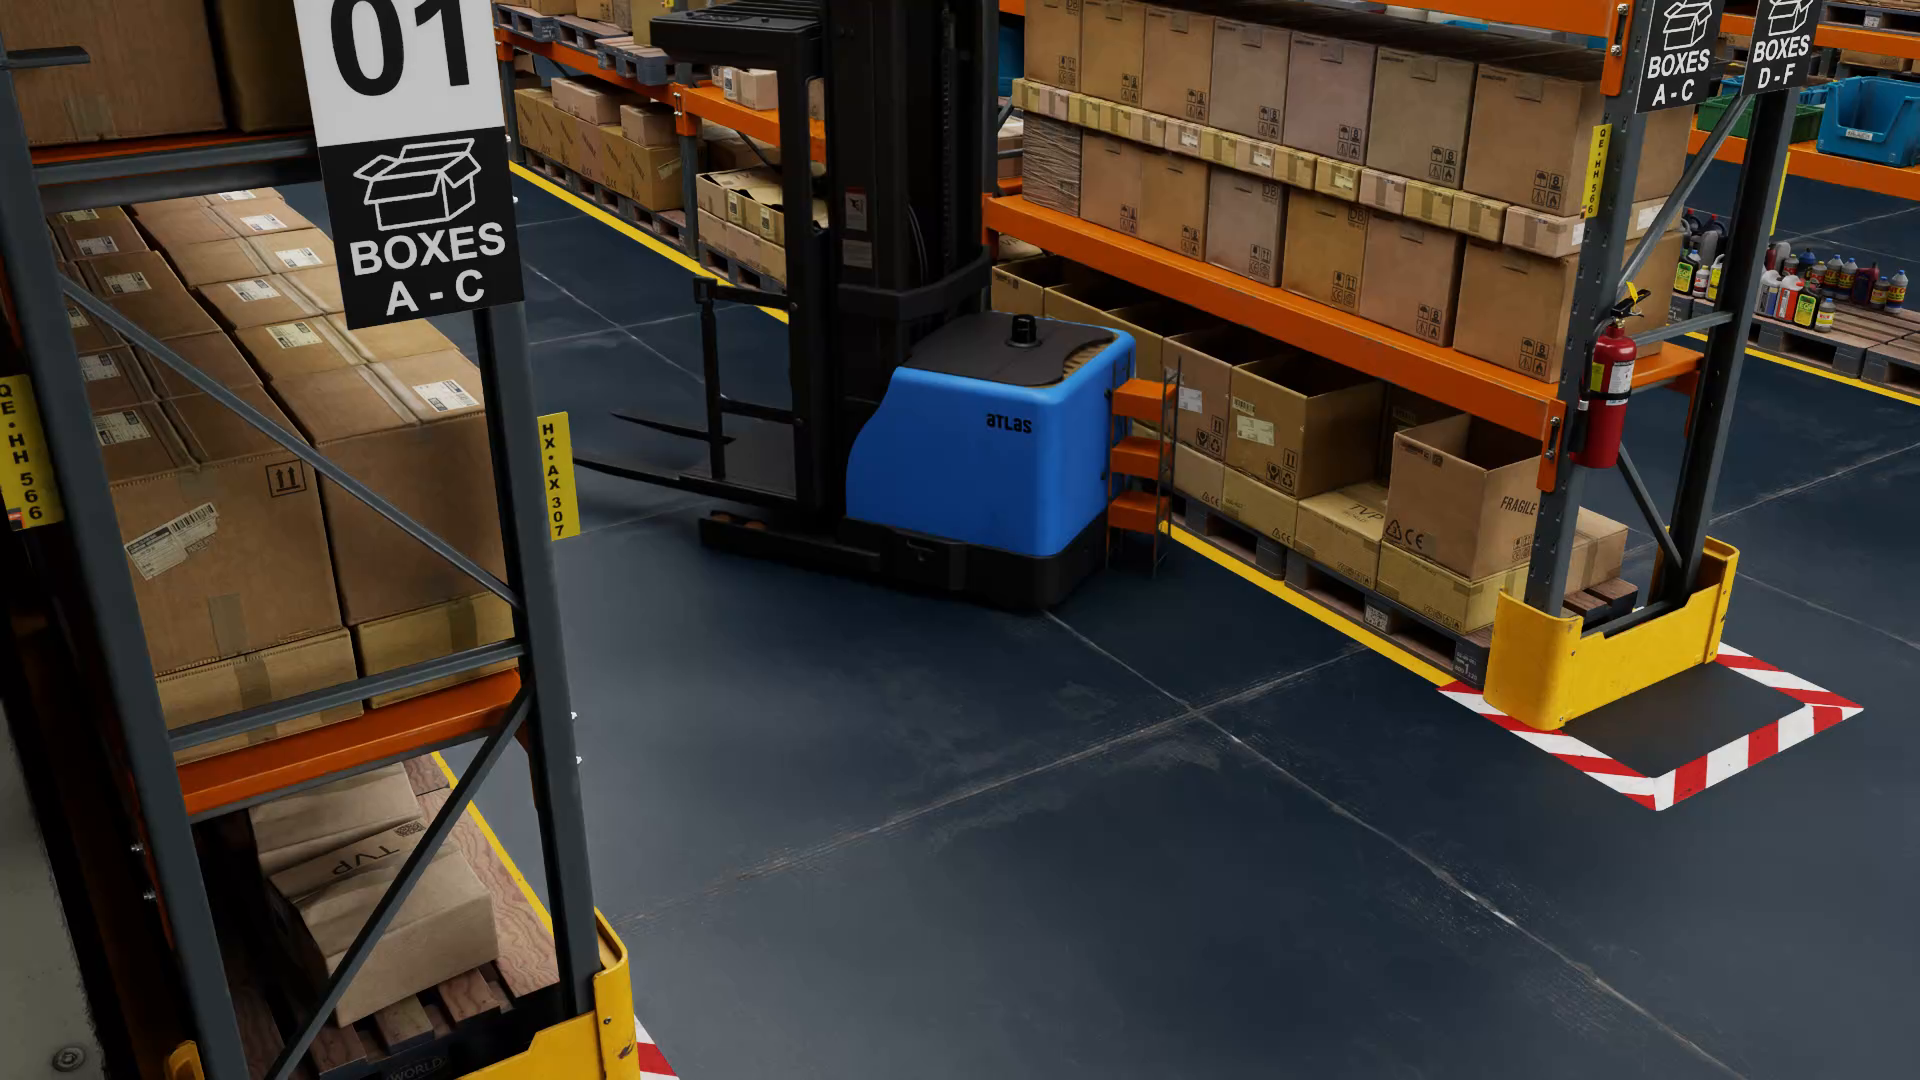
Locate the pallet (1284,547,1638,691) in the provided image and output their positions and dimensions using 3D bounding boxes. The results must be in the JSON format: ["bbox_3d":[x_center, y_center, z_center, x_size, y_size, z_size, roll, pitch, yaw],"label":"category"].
[{"bbox_3d":[2.252,0.208,7.571,1.003,0.211,1.213,-16,29,-30],"label":"pallet"}]

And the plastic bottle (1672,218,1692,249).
[{"bbox_3d":[5.146,-2.177,11.945,0.144,0.351,0.185,-16,29,-30],"label":"plastic bottle"}]

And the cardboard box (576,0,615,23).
[{"bbox_3d":[-2.830,-4.698,14.090,0.500,0.500,0.700,21,33,37],"label":"cardboard box"}]

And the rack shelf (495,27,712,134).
[{"bbox_3d":[-2.754,-4.040,14.148,1.077,0.370,4.000,-16,29,-30],"label":"rack shelf"}]

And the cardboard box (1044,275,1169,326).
[{"bbox_3d":[0.792,-1.089,8.904,0.500,0.500,0.500,-16,29,-30],"label":"cardboard box"}]

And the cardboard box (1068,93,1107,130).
[{"bbox_3d":[0.785,-2.235,8.604,0.380,0.149,0.250,-16,30,-31],"label":"cardboard box"}]

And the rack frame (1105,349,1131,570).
[{"bbox_3d":[0.740,-0.367,7.808,0.008,1.050,0.200,12,28,24],"label":"rack frame"}]

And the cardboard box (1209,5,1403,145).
[{"bbox_3d":[1.591,-2.156,7.676,0.700,0.500,0.500,-16,29,-30],"label":"cardboard box"}]

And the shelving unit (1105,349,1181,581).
[{"bbox_3d":[0.849,-0.344,7.759,0.252,1.050,0.215,12,28,24],"label":"shelving unit"}]

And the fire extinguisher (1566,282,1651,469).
[{"bbox_3d":[2.380,-0.603,6.115,0.296,0.674,0.183,-16,29,-30],"label":"fire extinguisher"}]

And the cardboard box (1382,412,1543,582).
[{"bbox_3d":[2.163,-0.197,7.014,0.500,0.500,0.500,-16,29,-30],"label":"cardboard box"}]

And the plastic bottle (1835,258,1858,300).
[{"bbox_3d":[5.941,-1.751,11.136,0.097,0.271,0.097,0,25,0],"label":"plastic bottle"}]

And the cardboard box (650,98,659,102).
[{"bbox_3d":[-2.800,-3.682,14.958,0.500,0.500,0.500,-15,29,-29],"label":"cardboard box"}]

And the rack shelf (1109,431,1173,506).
[{"bbox_3d":[0.849,-0.335,7.764,0.240,0.259,0.215,12,28,24],"label":"rack shelf"}]

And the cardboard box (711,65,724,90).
[{"bbox_3d":[-1.500,-3.470,12.201,0.500,0.311,0.500,-14,28,-26],"label":"cardboard box"}]

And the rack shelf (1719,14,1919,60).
[{"bbox_3d":[7.732,-4.917,16.004,1.077,0.370,4.000,-16,29,-30],"label":"rack shelf"}]

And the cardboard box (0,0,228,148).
[{"bbox_3d":[-1.883,-1.134,3.494,0.500,0.500,0.500,-13,28,-26],"label":"cardboard box"}]

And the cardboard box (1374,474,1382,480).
[{"bbox_3d":[2.050,-0.336,8.187,0.500,0.250,0.500,-16,29,-30],"label":"cardboard box"}]

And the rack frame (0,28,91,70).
[{"bbox_3d":[-1.443,-2.346,2.688,1.000,3.000,0.127,-16,29,-30],"label":"rack frame"}]

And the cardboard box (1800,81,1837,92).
[{"bbox_3d":[8.262,-3.995,15.622,0.700,0.500,0.500,-16,29,-30],"label":"cardboard box"}]

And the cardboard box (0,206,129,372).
[{"bbox_3d":[-3.266,-0.941,6.014,0.500,0.500,0.500,-16,29,-30],"label":"cardboard box"}]

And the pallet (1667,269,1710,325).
[{"bbox_3d":[5.005,-1.862,11.956,1.003,0.211,1.213,-16,29,-30],"label":"pallet"}]

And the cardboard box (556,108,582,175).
[{"bbox_3d":[-3.219,-3.551,14.681,0.500,0.500,0.500,-15,29,-29],"label":"cardboard box"}]

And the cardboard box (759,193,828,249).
[{"bbox_3d":[-1.052,-2.226,11.533,0.500,0.311,0.500,-16,30,-31],"label":"cardboard box"}]

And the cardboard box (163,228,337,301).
[{"bbox_3d":[-2.282,-0.701,5.506,0.500,0.500,0.500,-15,29,-28],"label":"cardboard box"}]

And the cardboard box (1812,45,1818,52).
[{"bbox_3d":[10.272,-6.311,20.552,0.500,0.500,0.500,-16,29,-30],"label":"cardboard box"}]

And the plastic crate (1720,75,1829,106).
[{"bbox_3d":[5.505,-2.973,11.218,0.499,0.251,0.616,-16,29,-30],"label":"plastic crate"}]

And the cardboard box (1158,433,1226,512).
[{"bbox_3d":[1.336,-0.392,8.306,0.500,0.250,0.500,-16,29,-30],"label":"cardboard box"}]

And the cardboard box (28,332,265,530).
[{"bbox_3d":[-2.145,-0.215,4.475,0.500,0.500,0.500,-15,29,-29],"label":"cardboard box"}]

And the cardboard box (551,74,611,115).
[{"bbox_3d":[-3.240,-3.901,14.545,0.500,0.250,0.500,-15,29,-29],"label":"cardboard box"}]

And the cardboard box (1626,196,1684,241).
[{"bbox_3d":[2.671,-1.318,6.661,0.380,0.149,0.250,-16,30,-30],"label":"cardboard box"}]

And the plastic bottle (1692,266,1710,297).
[{"bbox_3d":[5.004,-1.746,11.208,0.097,0.201,0.097,0,25,0],"label":"plastic bottle"}]

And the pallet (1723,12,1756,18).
[{"bbox_3d":[7.755,-5.172,15.928,1.003,0.211,1.213,-16,29,-30],"label":"pallet"}]

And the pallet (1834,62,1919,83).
[{"bbox_3d":[11.218,-5.517,19.699,1.003,0.211,1.213,-16,29,-30],"label":"pallet"}]

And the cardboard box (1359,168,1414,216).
[{"bbox_3d":[1.917,-1.495,7.036,0.380,0.149,0.250,-15,29,-29],"label":"cardboard box"}]

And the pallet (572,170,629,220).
[{"bbox_3d":[-2.700,-3.101,14.582,1.003,0.211,1.213,-16,29,-30],"label":"pallet"}]

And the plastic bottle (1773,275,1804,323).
[{"bbox_3d":[5.373,-1.560,10.727,0.152,0.276,0.135,-15,29,-29],"label":"plastic bottle"}]

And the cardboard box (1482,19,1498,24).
[{"bbox_3d":[6.281,-5.438,18.263,1.225,0.875,0.875,-17,30,-32],"label":"cardboard box"}]

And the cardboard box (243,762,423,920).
[{"bbox_3d":[-2.057,0.912,5.450,0.500,0.311,0.500,-13,28,-25],"label":"cardboard box"}]

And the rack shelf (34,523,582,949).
[{"bbox_3d":[-2.535,-0.023,5.638,1.077,0.370,4.000,-16,29,-30],"label":"rack shelf"}]

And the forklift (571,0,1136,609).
[{"bbox_3d":[-0.710,-1.436,7.870,3.031,2.935,1.130,12,28,24],"label":"forklift"}]

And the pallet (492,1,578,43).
[{"bbox_3d":[-3.501,-4.683,14.891,1.003,0.211,1.213,-16,29,-30],"label":"pallet"}]

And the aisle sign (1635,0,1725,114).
[{"bbox_3d":[2.495,-1.872,5.668,0.394,0.787,0.004,-16,29,-30],"label":"aisle sign"}]

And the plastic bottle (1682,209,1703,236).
[{"bbox_3d":[5.267,-2.210,12.016,0.144,0.351,0.185,-16,30,-31],"label":"plastic bottle"}]

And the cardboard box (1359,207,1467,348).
[{"bbox_3d":[2.170,-1.191,7.152,0.700,0.500,0.500,-15,29,-28],"label":"cardboard box"}]

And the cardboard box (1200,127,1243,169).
[{"bbox_3d":[1.354,-1.864,7.817,0.380,0.149,0.250,-16,30,-30],"label":"cardboard box"}]

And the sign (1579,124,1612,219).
[{"bbox_3d":[2.243,-1.298,5.862,0.100,0.325,0.005,-16,29,-30],"label":"sign"}]

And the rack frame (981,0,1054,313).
[{"bbox_3d":[0.521,-2.220,9.448,1.000,3.000,0.127,-16,29,-30],"label":"rack frame"}]

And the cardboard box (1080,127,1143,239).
[{"bbox_3d":[1.062,-1.920,8.697,0.700,0.500,0.500,-16,30,-30],"label":"cardboard box"}]

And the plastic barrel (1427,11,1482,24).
[{"bbox_3d":[3.935,-4.090,13.250,0.433,0.535,0.433,0,25,0],"label":"plastic barrel"}]

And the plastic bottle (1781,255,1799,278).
[{"bbox_3d":[5.720,-1.864,11.457,0.097,0.201,0.097,0,25,0],"label":"plastic bottle"}]

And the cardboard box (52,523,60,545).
[{"bbox_3d":[-2.710,-0.238,5.404,0.500,0.250,0.500,-15,29,-29],"label":"cardboard box"}]

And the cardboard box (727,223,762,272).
[{"bbox_3d":[-1.347,-2.161,12.054,0.500,0.250,0.500,-16,30,-31],"label":"cardboard box"}]

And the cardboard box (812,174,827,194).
[{"bbox_3d":[-0.881,-2.536,12.190,0.500,0.311,0.500,-16,30,-30],"label":"cardboard box"}]

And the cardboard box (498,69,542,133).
[{"bbox_3d":[-4.395,-4.287,16.241,0.500,0.500,0.500,-16,29,-30],"label":"cardboard box"}]
